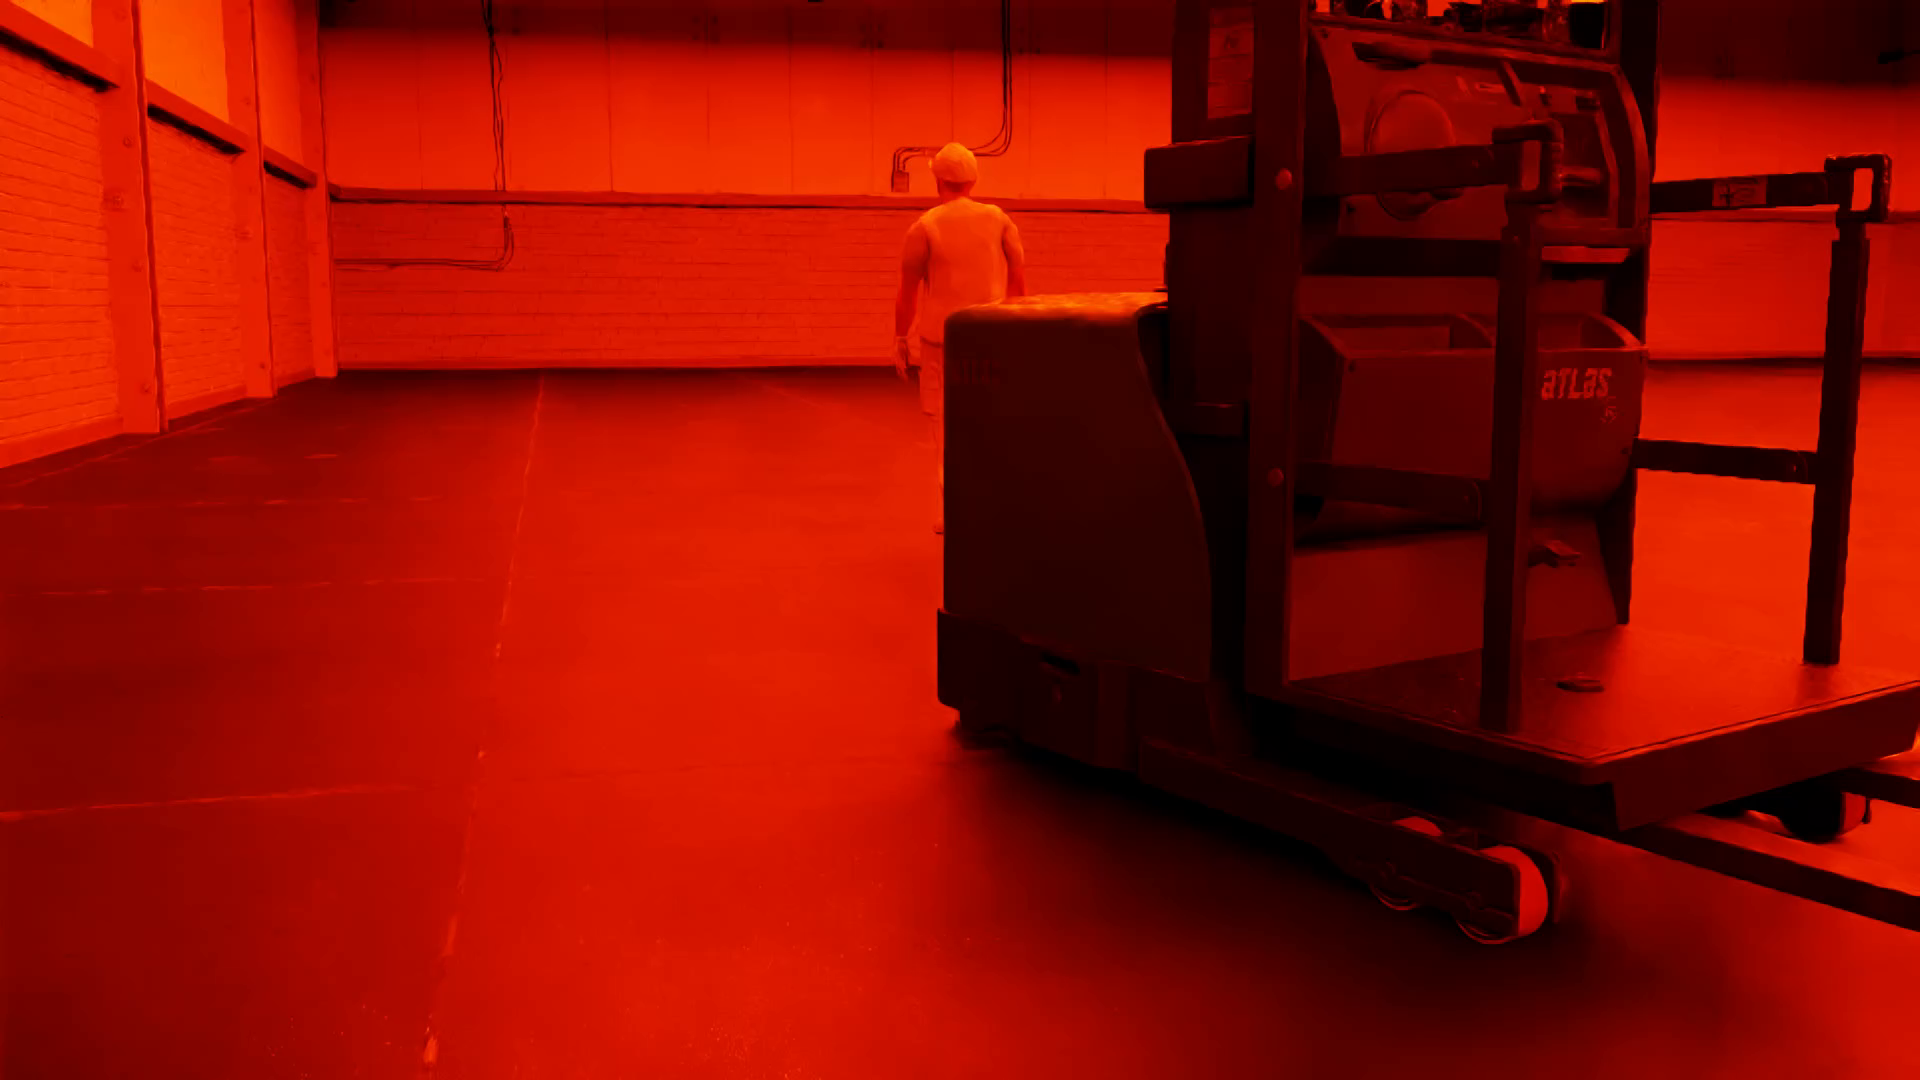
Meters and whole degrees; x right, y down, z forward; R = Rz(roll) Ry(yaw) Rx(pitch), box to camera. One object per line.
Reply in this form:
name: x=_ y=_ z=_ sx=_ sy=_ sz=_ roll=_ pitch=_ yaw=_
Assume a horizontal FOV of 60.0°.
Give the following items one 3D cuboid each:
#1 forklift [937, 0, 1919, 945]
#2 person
forklift: x=1.175 y=-0.841 z=3.144 sx=1.130 sy=2.935 sz=3.031 roll=-5 pitch=10 yaw=-33
person: x=-0.008 y=-0.902 z=7.662 sx=0.637 sy=1.783 sz=0.563 roll=-2 pitch=8 yaw=-13
